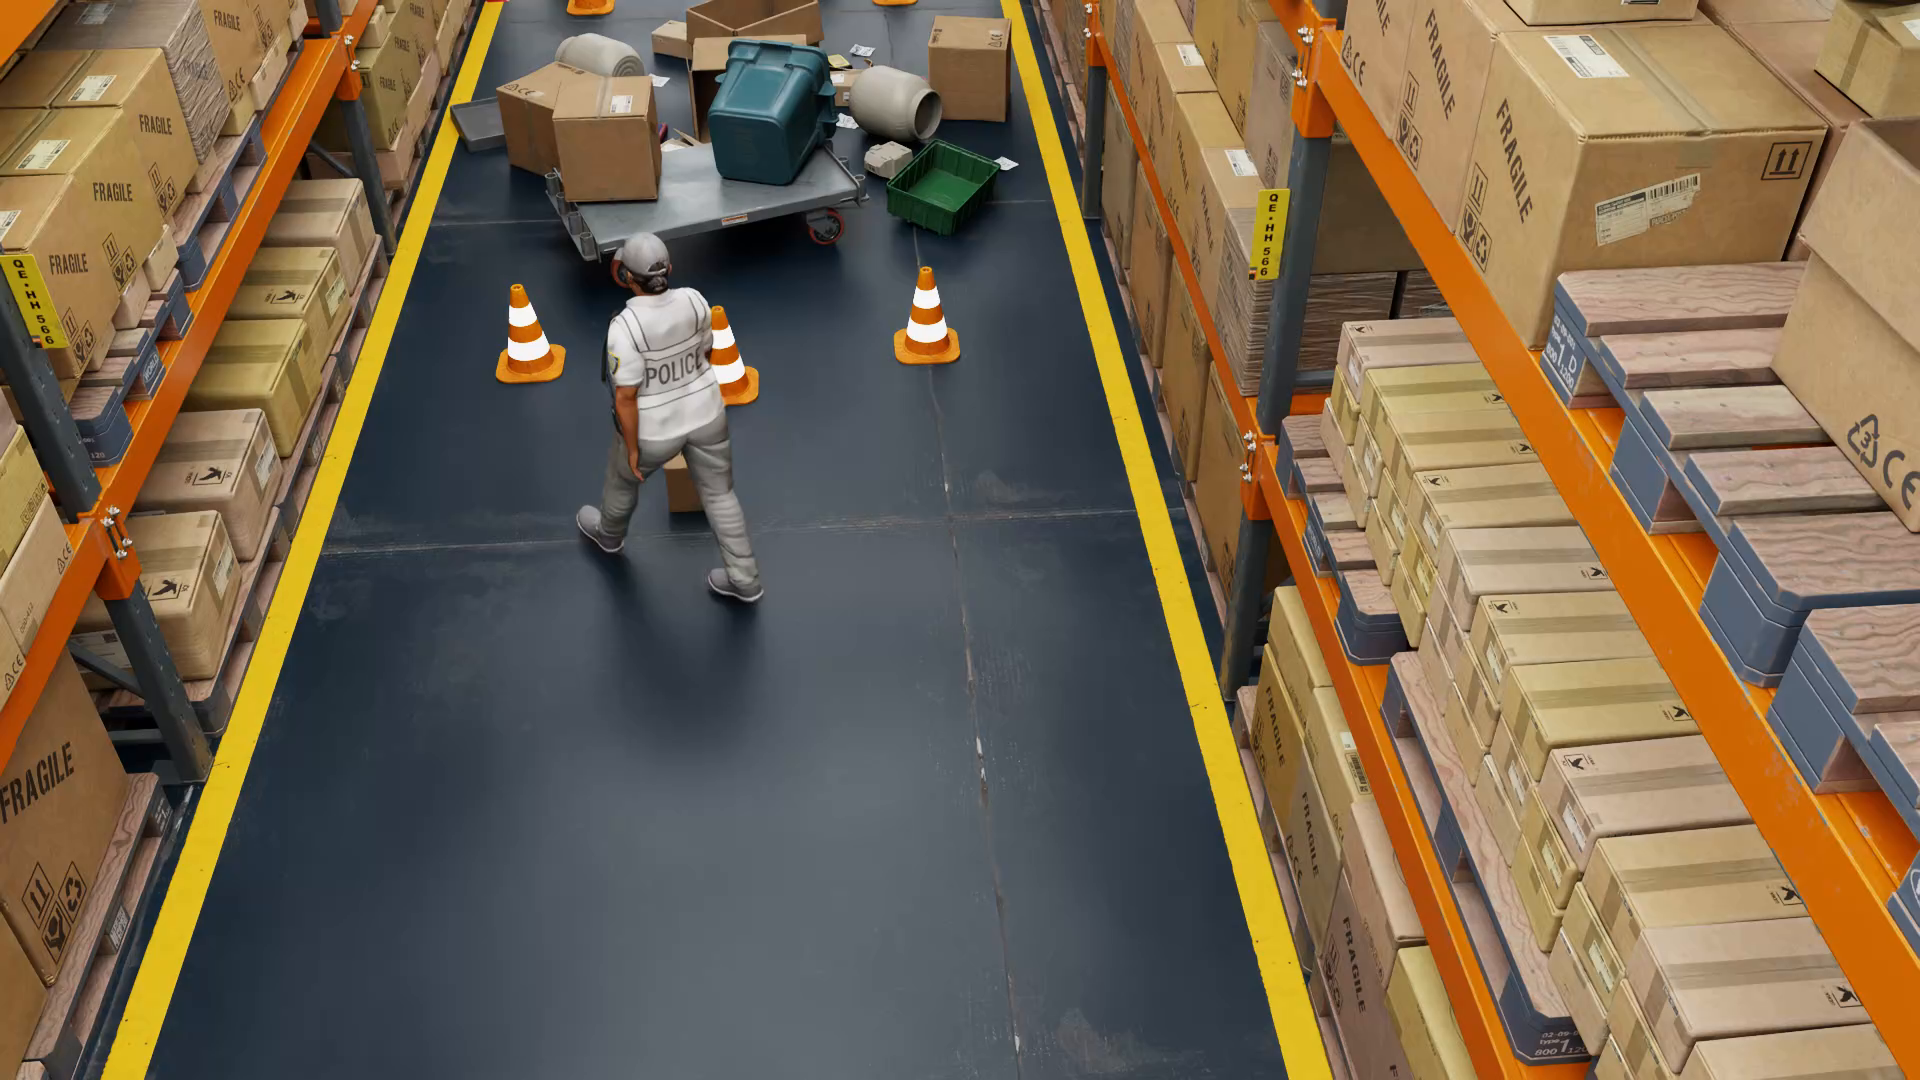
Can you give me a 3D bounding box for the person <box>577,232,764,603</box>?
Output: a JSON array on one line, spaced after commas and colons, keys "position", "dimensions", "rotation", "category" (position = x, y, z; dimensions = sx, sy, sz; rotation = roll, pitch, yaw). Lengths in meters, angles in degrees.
[{"position": [-1.251, -0.528, 6.800], "dimensions": [0.561, 1.611, 0.950], "rotation": [-22, 44, -25], "category": "person"}]
